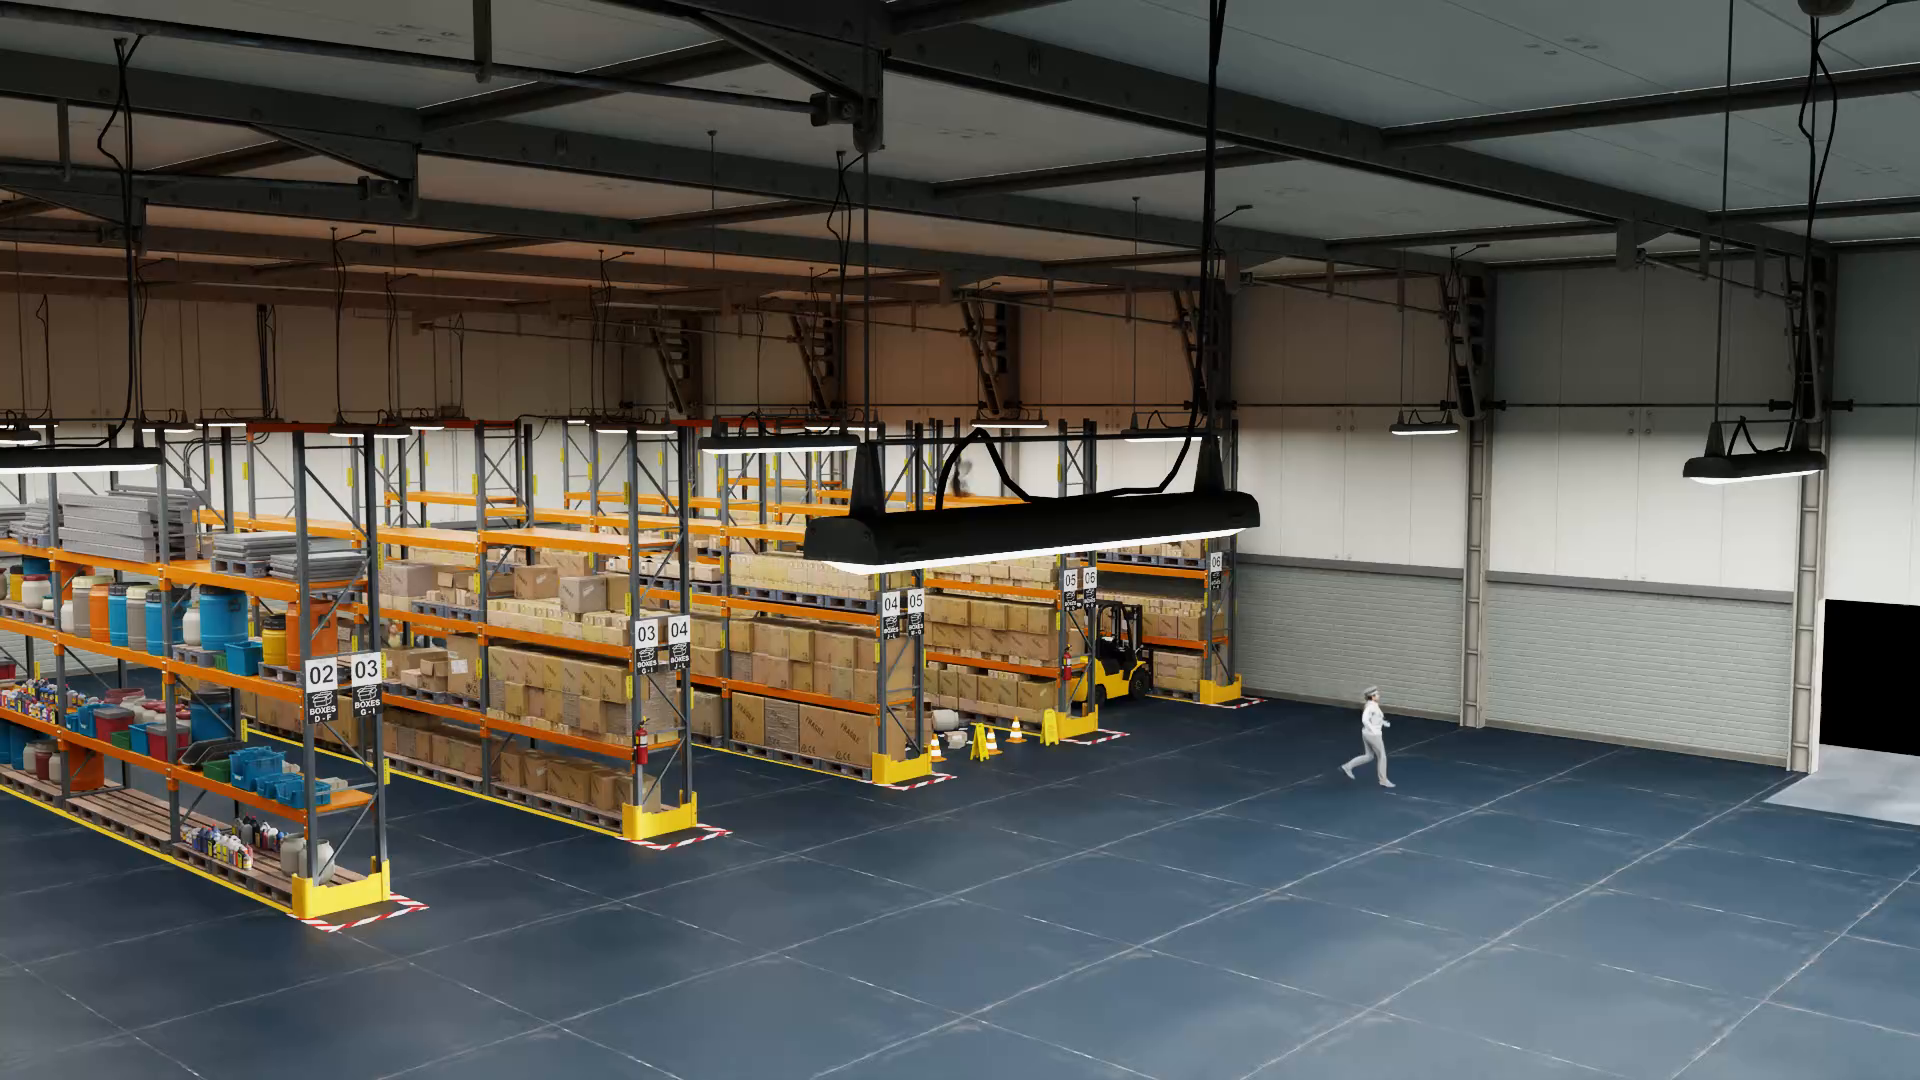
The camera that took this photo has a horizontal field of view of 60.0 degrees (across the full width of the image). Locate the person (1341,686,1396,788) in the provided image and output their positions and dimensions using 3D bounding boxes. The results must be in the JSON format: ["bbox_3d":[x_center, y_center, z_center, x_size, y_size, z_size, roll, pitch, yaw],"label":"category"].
[{"bbox_3d":[6.778,3.249,27.495,0.893,1.701,0.618,0,5,1],"label":"person"}]

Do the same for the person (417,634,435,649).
[{"bbox_3d":[-13.014,2.129,40.526,0.712,1.794,0.639,-4,6,-43],"label":"person"}]

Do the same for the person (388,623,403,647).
[{"bbox_3d":[-12.257,2.598,35.905,0.572,1.631,0.583,4,6,40],"label":"person"}]
